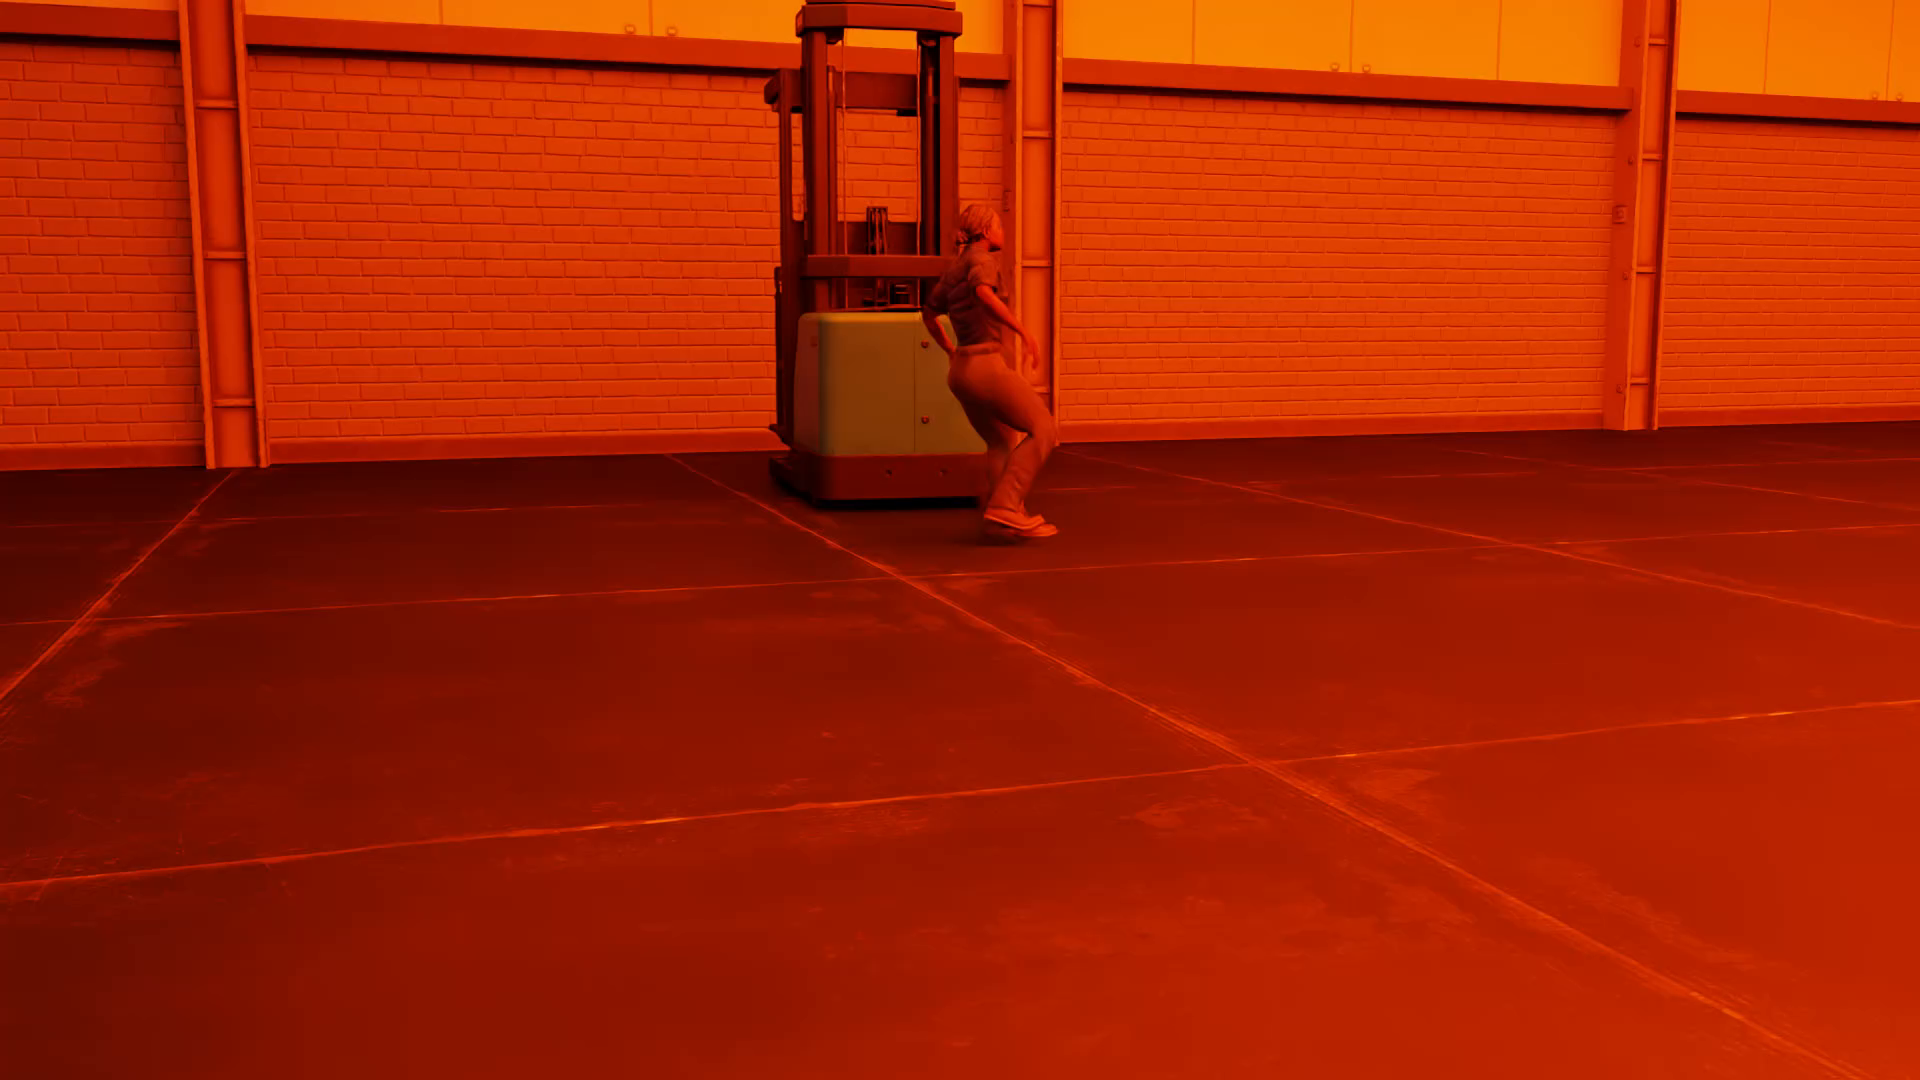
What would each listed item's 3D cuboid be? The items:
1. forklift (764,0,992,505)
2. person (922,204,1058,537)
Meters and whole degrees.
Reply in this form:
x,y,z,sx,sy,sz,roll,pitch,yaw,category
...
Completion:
x,y,z,sx,sy,sz,roll,pitch,yaw,category
-0.606,-1.807,10.338,1.130,2.935,3.031,-2,8,-14,forklift
0.205,-0.780,7.898,0.615,1.607,0.824,-2,8,-17,person
